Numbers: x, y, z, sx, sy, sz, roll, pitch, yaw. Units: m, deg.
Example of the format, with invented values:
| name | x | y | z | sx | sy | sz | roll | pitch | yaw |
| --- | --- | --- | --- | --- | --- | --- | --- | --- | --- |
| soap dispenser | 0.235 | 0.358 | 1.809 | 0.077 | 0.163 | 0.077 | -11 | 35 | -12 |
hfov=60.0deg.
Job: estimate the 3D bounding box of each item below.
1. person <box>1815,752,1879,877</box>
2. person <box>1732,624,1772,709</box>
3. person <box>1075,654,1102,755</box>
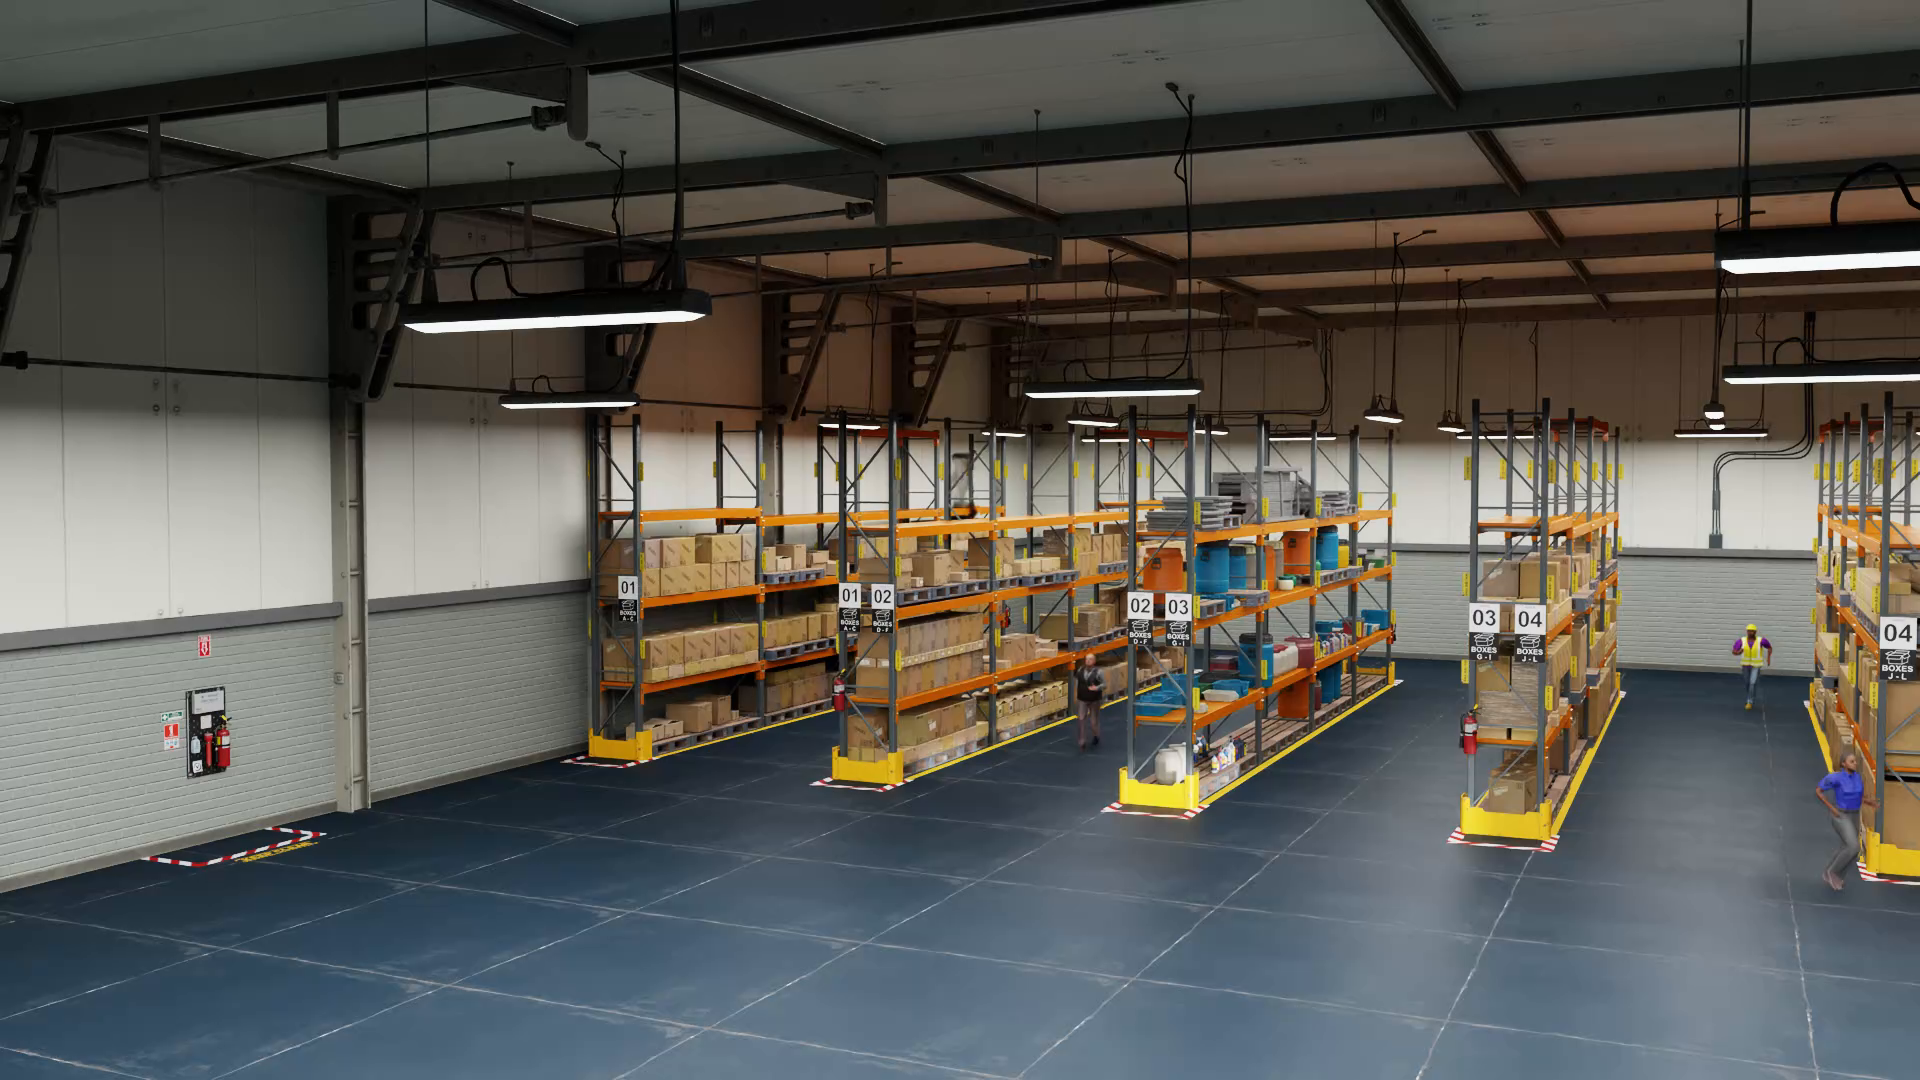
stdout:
| name | x | y | z | sx | sy | sz | roll | pitch | yaw |
| --- | --- | --- | --- | --- | --- | --- | --- | --- | --- |
| person | 10.648 | 3.311 | 19.908 | 0.568 | 1.542 | 0.622 | -1 | 3 | -24 |
| person | 16.630 | 2.638 | 34.962 | 0.716 | 1.747 | 1.015 | 2 | 3 | 38 |
| person | 2.300 | 2.906 | 29.757 | 0.515 | 1.748 | 0.936 | 1 | 2 | 18 |
